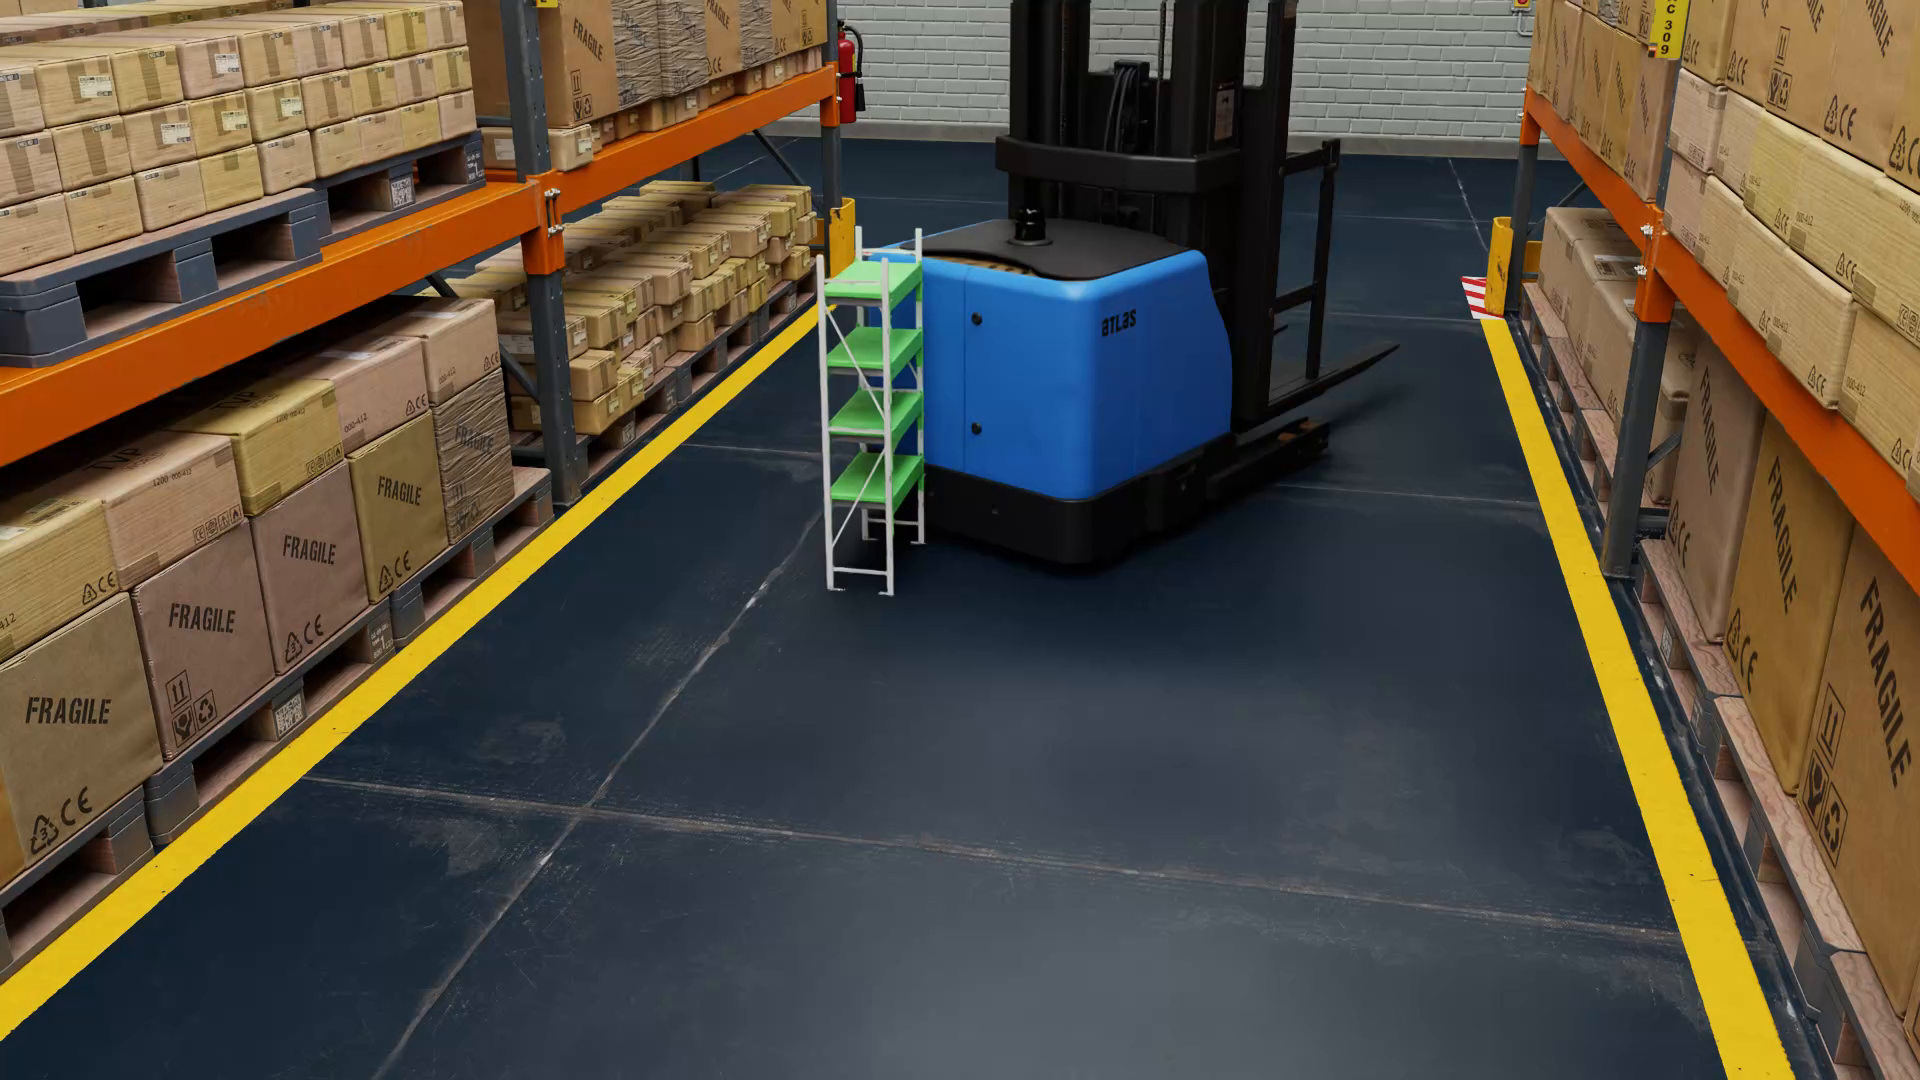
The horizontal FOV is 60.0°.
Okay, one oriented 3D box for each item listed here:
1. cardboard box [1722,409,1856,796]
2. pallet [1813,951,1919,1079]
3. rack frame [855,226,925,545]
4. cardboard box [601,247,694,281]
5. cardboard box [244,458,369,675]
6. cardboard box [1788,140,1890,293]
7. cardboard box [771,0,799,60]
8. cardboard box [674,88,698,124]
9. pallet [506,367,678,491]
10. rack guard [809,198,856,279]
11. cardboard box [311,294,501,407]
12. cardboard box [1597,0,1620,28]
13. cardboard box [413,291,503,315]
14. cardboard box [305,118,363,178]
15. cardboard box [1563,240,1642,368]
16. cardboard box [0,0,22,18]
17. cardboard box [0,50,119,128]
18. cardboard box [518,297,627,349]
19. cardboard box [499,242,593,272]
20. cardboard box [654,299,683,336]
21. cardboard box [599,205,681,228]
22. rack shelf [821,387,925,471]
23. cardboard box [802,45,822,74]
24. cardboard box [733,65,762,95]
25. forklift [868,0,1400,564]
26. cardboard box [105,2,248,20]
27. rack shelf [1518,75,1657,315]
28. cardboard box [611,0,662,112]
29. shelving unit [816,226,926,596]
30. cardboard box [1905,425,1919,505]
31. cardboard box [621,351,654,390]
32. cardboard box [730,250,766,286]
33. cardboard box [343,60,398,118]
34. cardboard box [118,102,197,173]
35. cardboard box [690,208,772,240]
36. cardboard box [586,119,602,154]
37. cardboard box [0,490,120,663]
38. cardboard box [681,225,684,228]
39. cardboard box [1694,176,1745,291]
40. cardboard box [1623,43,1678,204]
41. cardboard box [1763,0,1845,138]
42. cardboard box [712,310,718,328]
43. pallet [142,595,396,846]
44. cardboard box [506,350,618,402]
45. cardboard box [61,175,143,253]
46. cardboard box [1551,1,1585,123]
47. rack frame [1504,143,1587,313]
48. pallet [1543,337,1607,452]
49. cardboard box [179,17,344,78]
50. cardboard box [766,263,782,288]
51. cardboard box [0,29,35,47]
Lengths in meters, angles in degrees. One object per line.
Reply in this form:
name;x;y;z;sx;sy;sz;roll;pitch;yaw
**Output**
cardboard box;2.600;0.119;4.324;0.875;0.875;0.875;5;22;12
pallet;2.244;1.239;2.996;1.003;0.211;1.213;4;22;11
rack frame;-0.253;-0.549;6.110;0.240;1.200;0.015;4;22;11
cardboard box;-1.513;-1.316;8.065;0.380;0.149;0.250;4;22;9
cardboard box;-2.159;0.054;4.988;0.500;0.500;0.500;4;22;10
cardboard box;2.150;-0.698;3.602;0.500;0.250;0.500;4;22;9
cardboard box;-1.175;-2.851;8.885;0.500;0.500;0.500;4;22;10
cardboard box;-1.442;-2.023;7.698;0.380;0.149;0.250;5;23;13
pallet;-1.939;-0.530;7.388;1.003;0.211;1.213;4;22;11
rack guard;-1.240;-1.851;10.281;1.175;0.500;0.348;4;22;11
cardboard box;-1.946;-0.667;5.775;0.500;0.250;0.500;4;22;9
cardboard box;2.858;-2.311;6.604;0.500;0.500;0.500;5;22;12
cardboard box;-2.210;-0.970;7.205;0.380;0.149;0.250;5;22;12
cardboard box;-2.085;-1.216;5.131;0.380;0.149;0.250;3;22;8
cardboard box;3.426;-1.120;7.987;0.875;0.438;0.875;5;22;12
cardboard box;-6.003;-3.139;9.935;0.500;0.250;0.500;4;22;10
cardboard box;-2.307;-1.102;4.052;0.380;0.149;0.250;5;23;13
cardboard box;-1.654;-0.930;7.106;0.380;0.149;0.250;6;23;14
cardboard box;-2.029;-1.356;8.164;0.380;0.149;0.250;4;22;9
cardboard box;-1.539;-1.083;7.882;0.380;0.149;0.250;6;23;13
cardboard box;-1.749;-1.732;9.096;0.380;0.149;0.250;3;22;8
rack shelf;-0.303;-0.400;5.912;0.258;0.148;0.480;4;22;11
cardboard box;-1.015;-2.781;9.580;0.380;0.149;0.250;4;22;11
cardboard box;-1.250;-2.411;8.661;0.380;0.149;0.250;3;22;9
forklift;0.953;-1.755;6.787;1.130;2.935;3.031;17;27;35
cardboard box;-2.623;-1.718;5.583;0.380;0.149;0.250;5;22;12
rack shelf;3.234;-1.633;7.356;1.077;0.370;4.000;4;22;11
cardboard box;-1.599;-2.103;7.029;0.500;0.500;0.500;4;22;11
shelving unit;-0.303;-0.459;5.888;0.258;1.200;0.503;4;22;11
cardboard box;1.947;-0.095;2.776;0.500;0.250;0.500;5;22;12
cardboard box;-1.598;-0.749;7.452;0.380;0.149;0.250;4;22;11
cardboard box;-1.251;-1.453;8.803;0.380;0.149;0.250;5;22;12
cardboard box;-2.035;-1.444;5.300;0.380;0.149;0.250;5;23;13
cardboard box;-2.250;-1.060;4.347;0.380;0.149;0.250;5;23;13
cardboard box;-1.236;-1.692;8.997;0.380;0.149;0.250;4;22;9
cardboard box;-1.683;-1.638;6.741;0.380;0.149;0.250;5;22;12
cardboard box;-2.376;0.085;3.907;0.500;0.250;0.500;4;22;10
cardboard box;-1.658;-1.685;9.377;0.380;0.149;0.250;5;22;12
cardboard box;2.373;-0.835;4.614;0.500;0.250;0.500;4;22;10
cardboard box;2.670;-1.471;5.856;0.500;0.500;0.500;5;22;11
cardboard box;2.273;-1.235;3.932;0.500;0.500;0.500;4;22;10
cardboard box;-1.449;-1.136;8.413;0.380;0.149;0.250;5;22;12
pallet;-2.445;0.450;4.953;1.003;0.211;1.213;4;22;11
cardboard box;-1.654;-0.694;6.918;0.380;0.149;0.250;5;23;13
cardboard box;-2.300;-0.824;4.159;0.380;0.149;0.250;5;22;12
cardboard box;3.065;-2.219;7.714;0.500;0.500;0.500;4;22;11
rack frame;3.642;-2.698;9.038;1.000;3.000;0.127;4;22;11
pallet;3.304;-0.661;7.713;1.003;0.211;1.213;4;22;11
cardboard box;-2.094;-1.479;4.989;0.380;0.149;0.250;4;22;11
cardboard box;-1.220;-1.511;9.343;0.380;0.149;0.250;4;22;11
cardboard box;-2.835;-1.348;4.663;0.380;0.149;0.250;5;23;13
